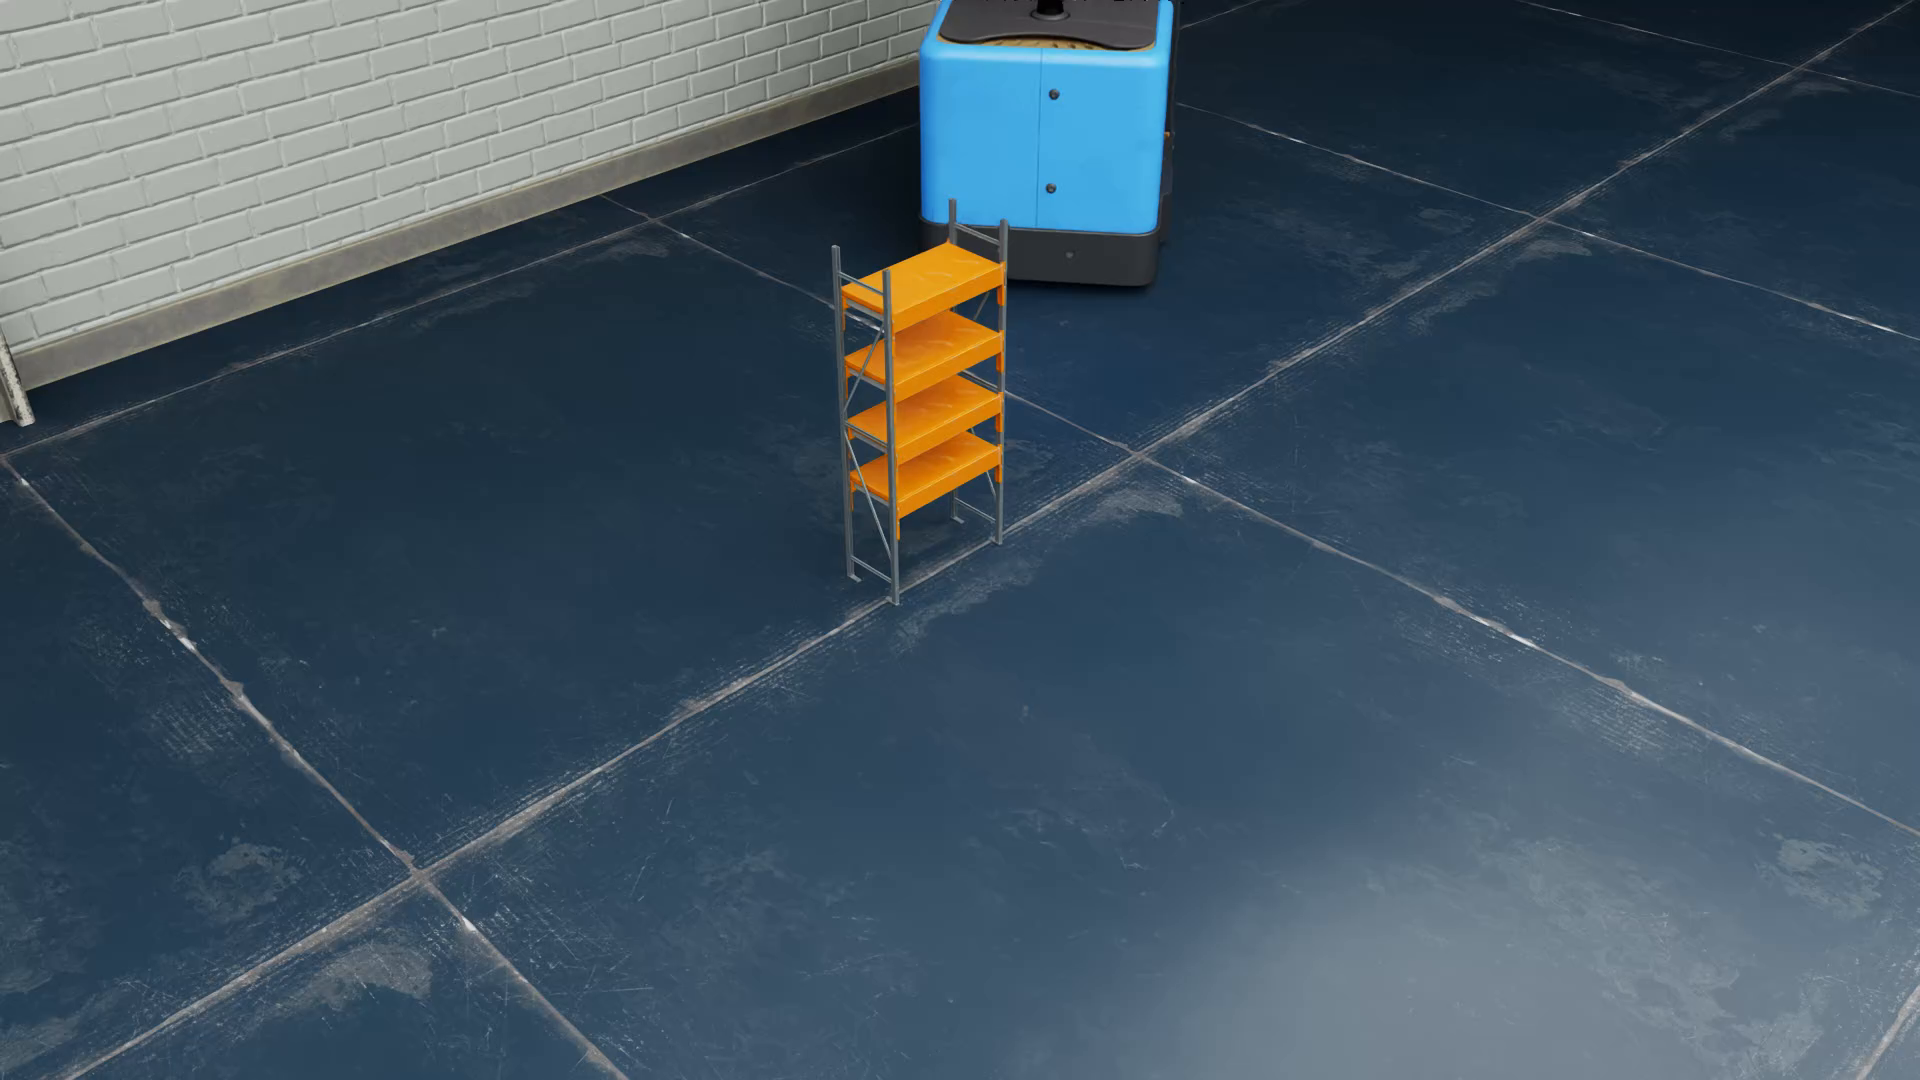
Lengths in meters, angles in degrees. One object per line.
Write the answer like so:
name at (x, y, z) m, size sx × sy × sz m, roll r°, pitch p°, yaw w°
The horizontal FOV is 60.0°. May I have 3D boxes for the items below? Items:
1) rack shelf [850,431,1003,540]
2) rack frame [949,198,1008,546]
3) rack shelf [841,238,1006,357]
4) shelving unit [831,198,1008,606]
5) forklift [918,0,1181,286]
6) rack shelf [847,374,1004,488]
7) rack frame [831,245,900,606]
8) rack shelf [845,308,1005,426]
rack shelf at (-0.117, -0.207, 5.462) m, size 0.258 × 0.148 × 0.480 m, roll 30°, pitch 45°, yaw 35°
rack frame at (0.055, -0.524, 5.452) m, size 0.240 × 1.200 × 0.015 m, roll 30°, pitch 45°, yaw 35°
rack shelf at (-0.117, -0.747, 5.086) m, size 0.258 × 0.148 × 0.480 m, roll 30°, pitch 45°, yaw 35°
shelving unit at (-0.117, -0.425, 5.310) m, size 0.258 × 1.200 × 0.503 m, roll 30°, pitch 45°, yaw 35°
forklift at (0.524, -3.132, 7.678) m, size 1.130 × 2.935 × 3.031 m, roll 4°, pitch 35°, yaw 6°
rack shelf at (-0.117, -0.370, 5.349) m, size 0.258 × 0.148 × 0.480 m, roll 30°, pitch 45°, yaw 35°
rack frame at (-0.289, -0.326, 5.168) m, size 0.240 × 1.200 × 0.015 m, roll 30°, pitch 45°, yaw 35°
rack shelf at (-0.117, -0.553, 5.221) m, size 0.258 × 0.148 × 0.480 m, roll 30°, pitch 45°, yaw 35°
